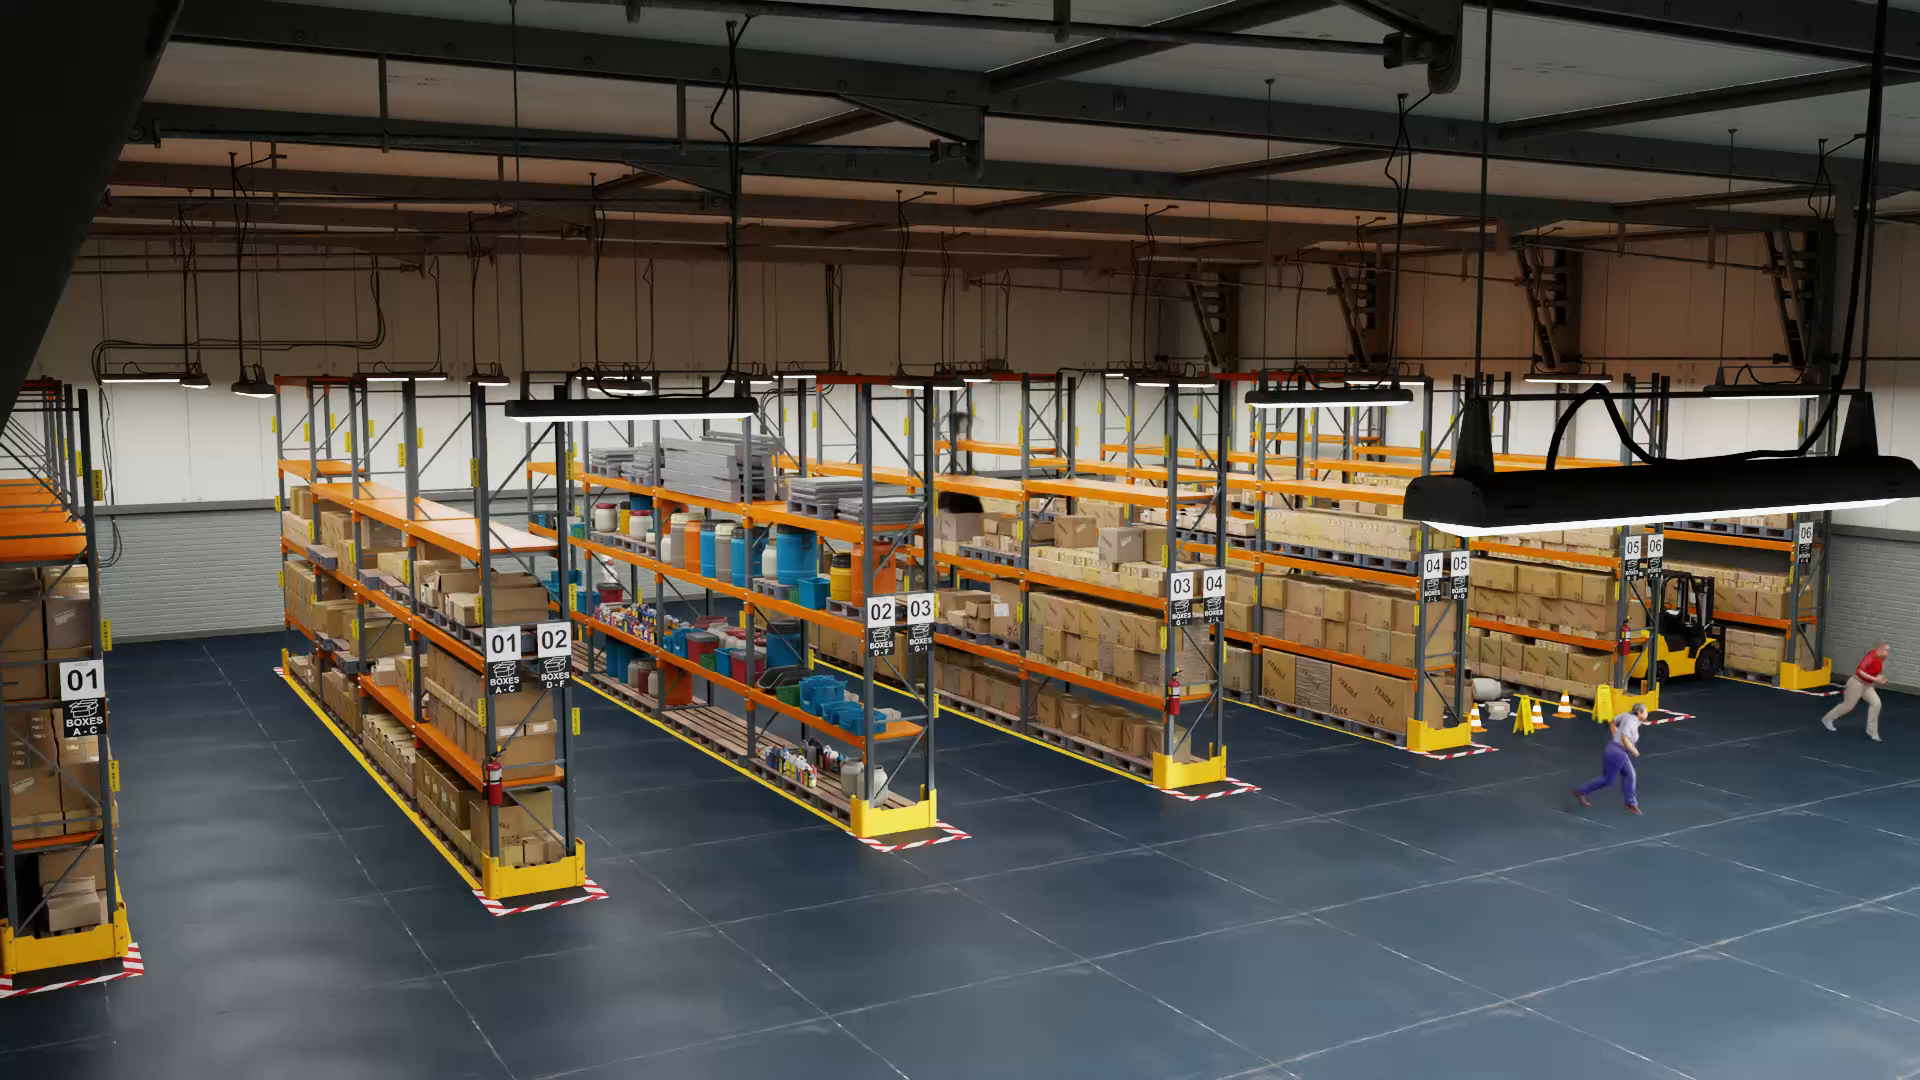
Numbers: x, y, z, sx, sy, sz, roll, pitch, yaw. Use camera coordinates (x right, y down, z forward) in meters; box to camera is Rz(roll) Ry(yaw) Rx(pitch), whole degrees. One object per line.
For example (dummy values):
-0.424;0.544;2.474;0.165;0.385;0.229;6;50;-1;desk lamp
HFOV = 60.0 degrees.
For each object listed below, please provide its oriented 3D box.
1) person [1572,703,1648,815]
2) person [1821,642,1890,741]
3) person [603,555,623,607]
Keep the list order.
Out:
9.063;3.042;23.189;0.973;1.612;0.639;1;6;10;person
15.028;2.507;27.855;0.707;1.697;0.968;-6;8;-43;person
-8.247;1.177;39.340;0.578;1.730;0.659;-1;6;-8;person
